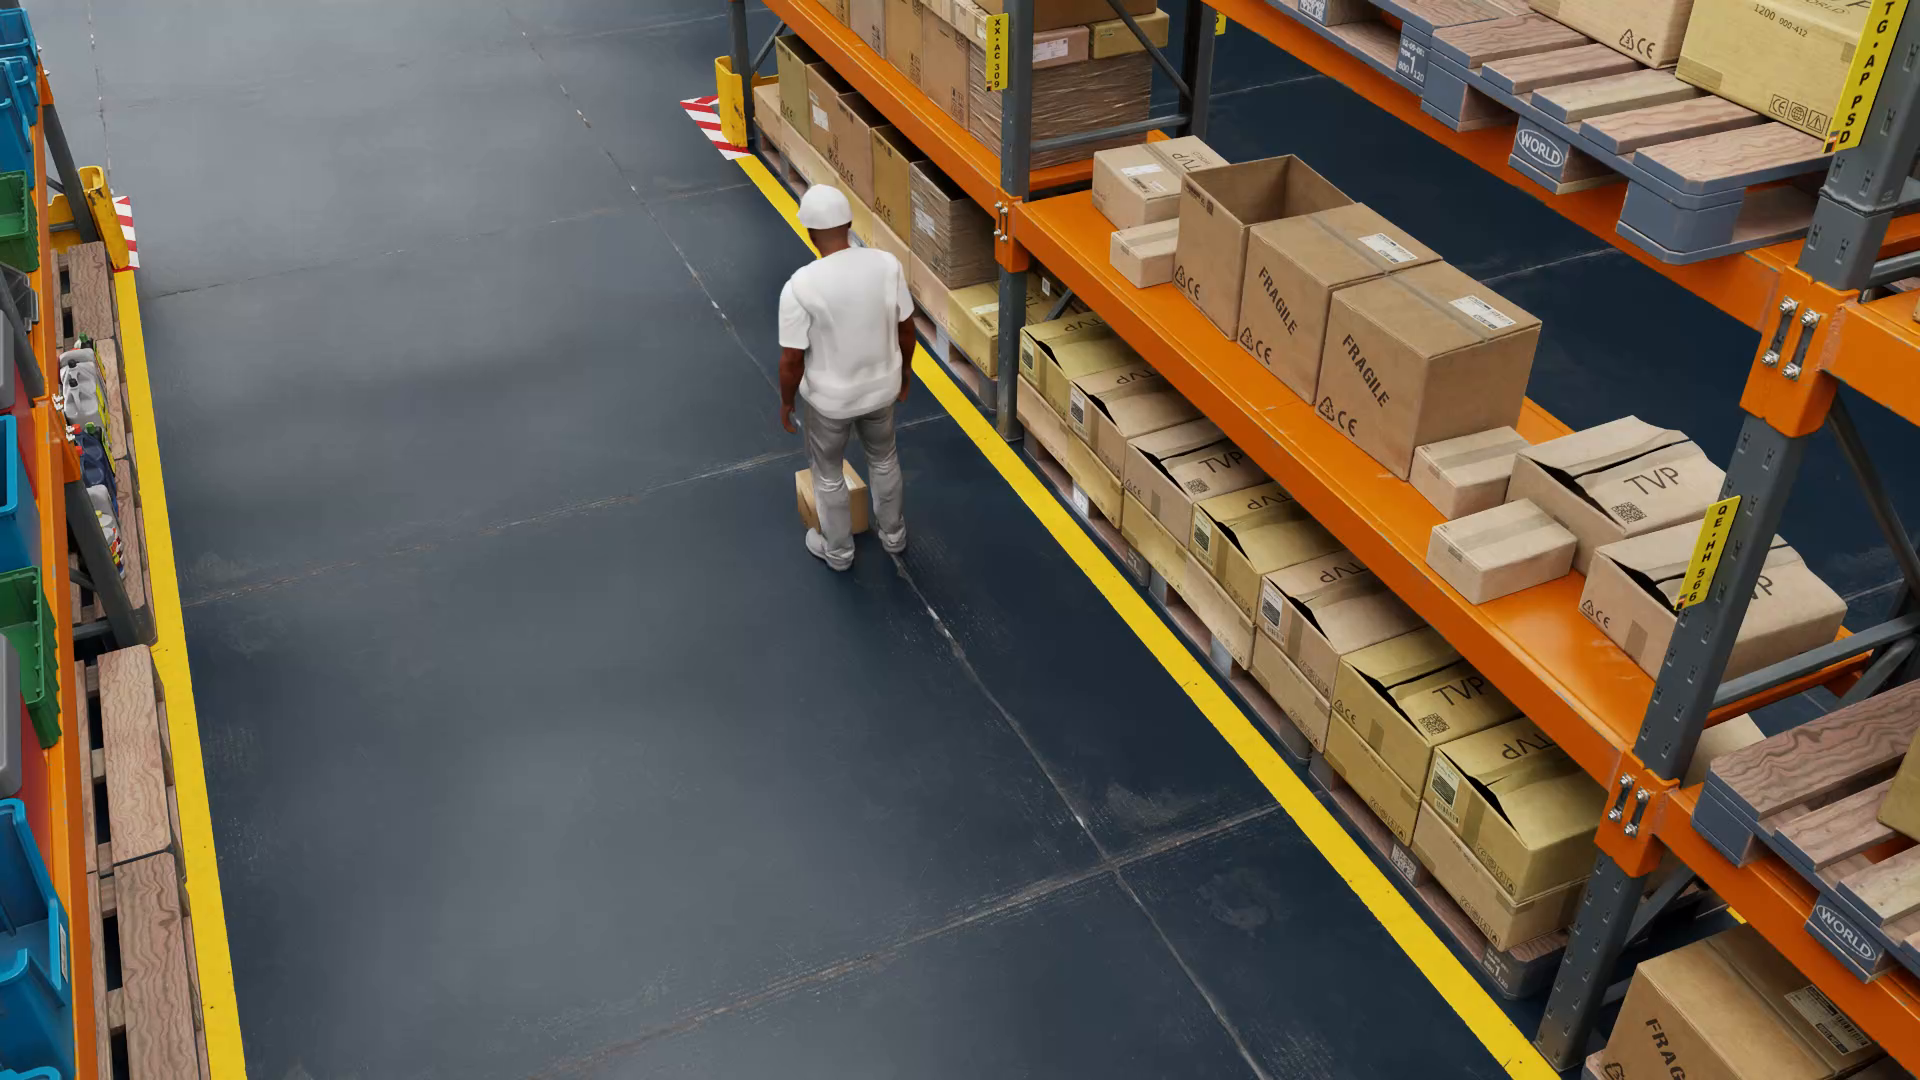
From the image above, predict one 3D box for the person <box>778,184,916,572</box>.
[{"bbox_3d":[-0.480,-0.656,7.005,0.622,1.759,0.462,-17,40,-22],"label":"person"}]
